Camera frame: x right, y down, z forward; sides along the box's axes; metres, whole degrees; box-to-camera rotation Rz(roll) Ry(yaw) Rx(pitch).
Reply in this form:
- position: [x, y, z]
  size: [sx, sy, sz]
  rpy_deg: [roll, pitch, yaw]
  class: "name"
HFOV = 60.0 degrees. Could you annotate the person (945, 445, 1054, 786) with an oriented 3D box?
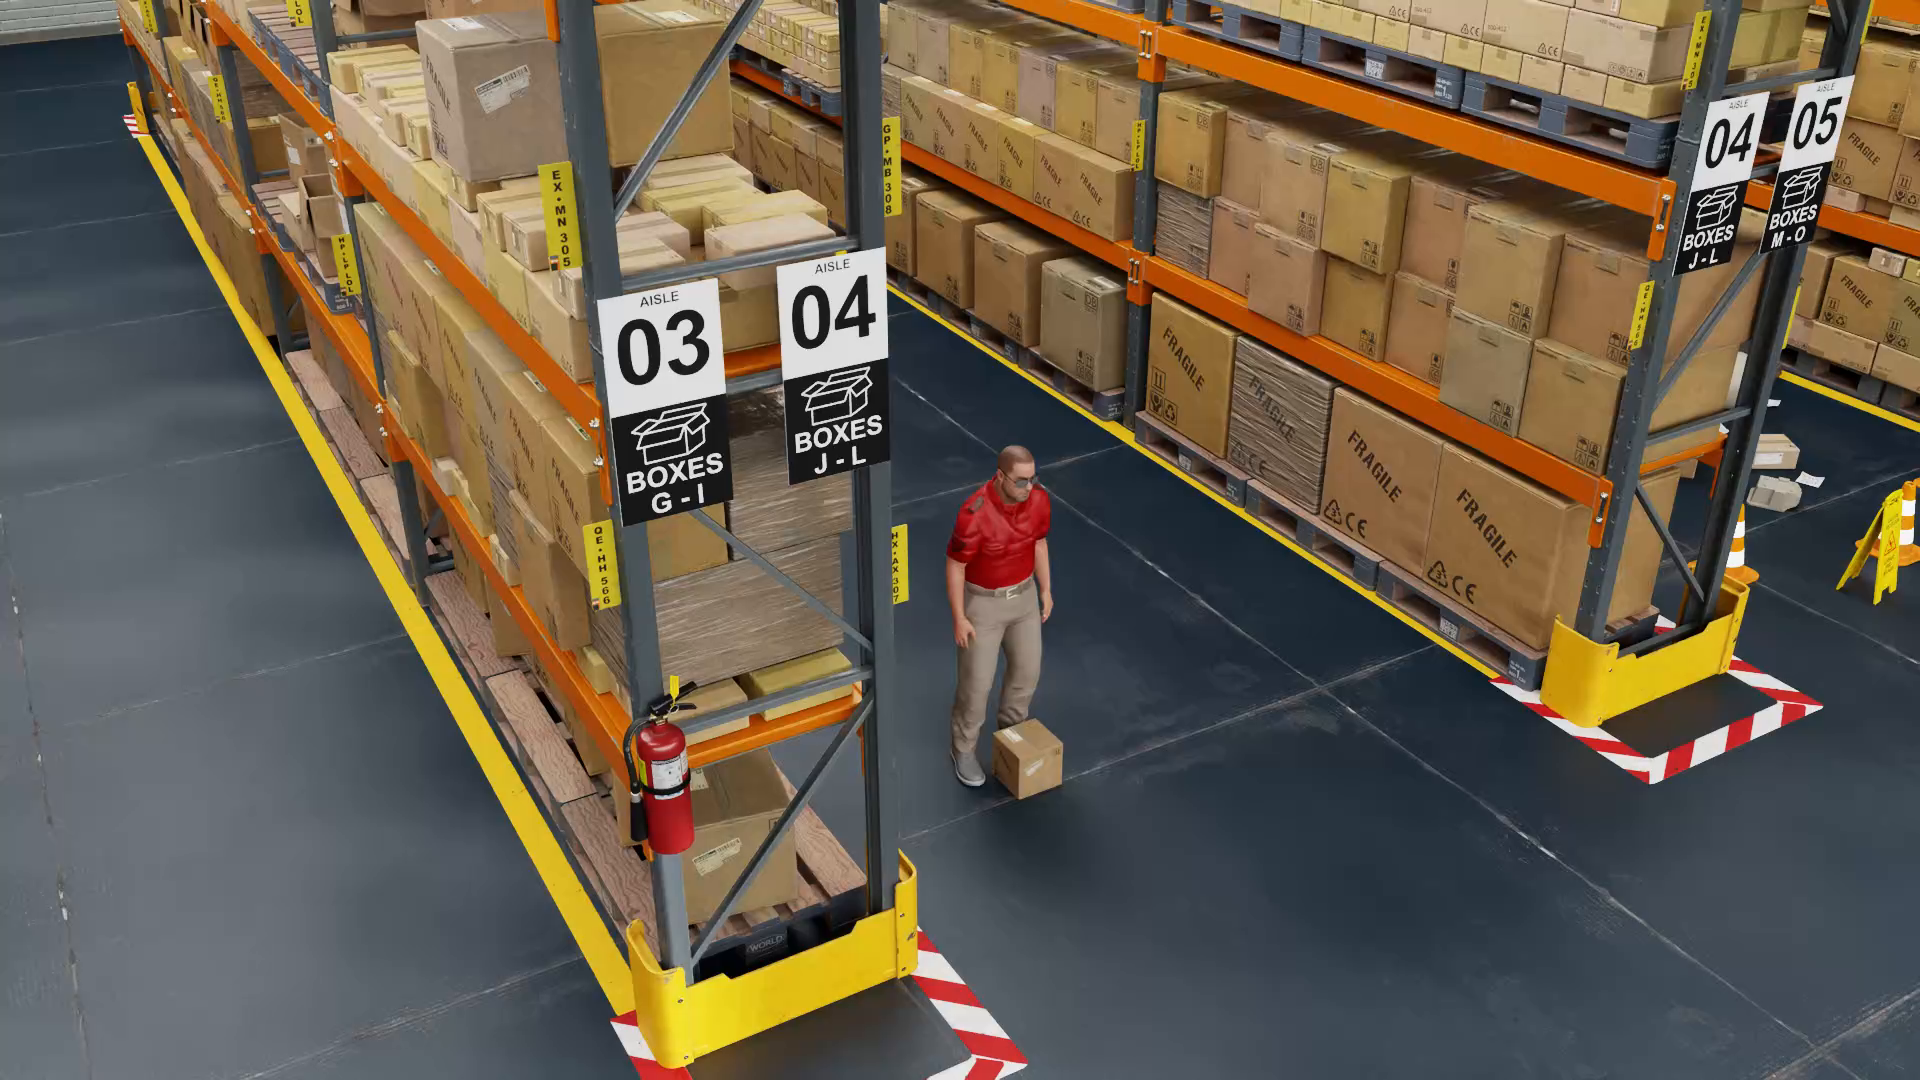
- position: [0.198, 0.320, 7.998]
  size: [0.599, 1.726, 0.393]
  rpy_deg: [-18, 33, -29]
  class: "person"
